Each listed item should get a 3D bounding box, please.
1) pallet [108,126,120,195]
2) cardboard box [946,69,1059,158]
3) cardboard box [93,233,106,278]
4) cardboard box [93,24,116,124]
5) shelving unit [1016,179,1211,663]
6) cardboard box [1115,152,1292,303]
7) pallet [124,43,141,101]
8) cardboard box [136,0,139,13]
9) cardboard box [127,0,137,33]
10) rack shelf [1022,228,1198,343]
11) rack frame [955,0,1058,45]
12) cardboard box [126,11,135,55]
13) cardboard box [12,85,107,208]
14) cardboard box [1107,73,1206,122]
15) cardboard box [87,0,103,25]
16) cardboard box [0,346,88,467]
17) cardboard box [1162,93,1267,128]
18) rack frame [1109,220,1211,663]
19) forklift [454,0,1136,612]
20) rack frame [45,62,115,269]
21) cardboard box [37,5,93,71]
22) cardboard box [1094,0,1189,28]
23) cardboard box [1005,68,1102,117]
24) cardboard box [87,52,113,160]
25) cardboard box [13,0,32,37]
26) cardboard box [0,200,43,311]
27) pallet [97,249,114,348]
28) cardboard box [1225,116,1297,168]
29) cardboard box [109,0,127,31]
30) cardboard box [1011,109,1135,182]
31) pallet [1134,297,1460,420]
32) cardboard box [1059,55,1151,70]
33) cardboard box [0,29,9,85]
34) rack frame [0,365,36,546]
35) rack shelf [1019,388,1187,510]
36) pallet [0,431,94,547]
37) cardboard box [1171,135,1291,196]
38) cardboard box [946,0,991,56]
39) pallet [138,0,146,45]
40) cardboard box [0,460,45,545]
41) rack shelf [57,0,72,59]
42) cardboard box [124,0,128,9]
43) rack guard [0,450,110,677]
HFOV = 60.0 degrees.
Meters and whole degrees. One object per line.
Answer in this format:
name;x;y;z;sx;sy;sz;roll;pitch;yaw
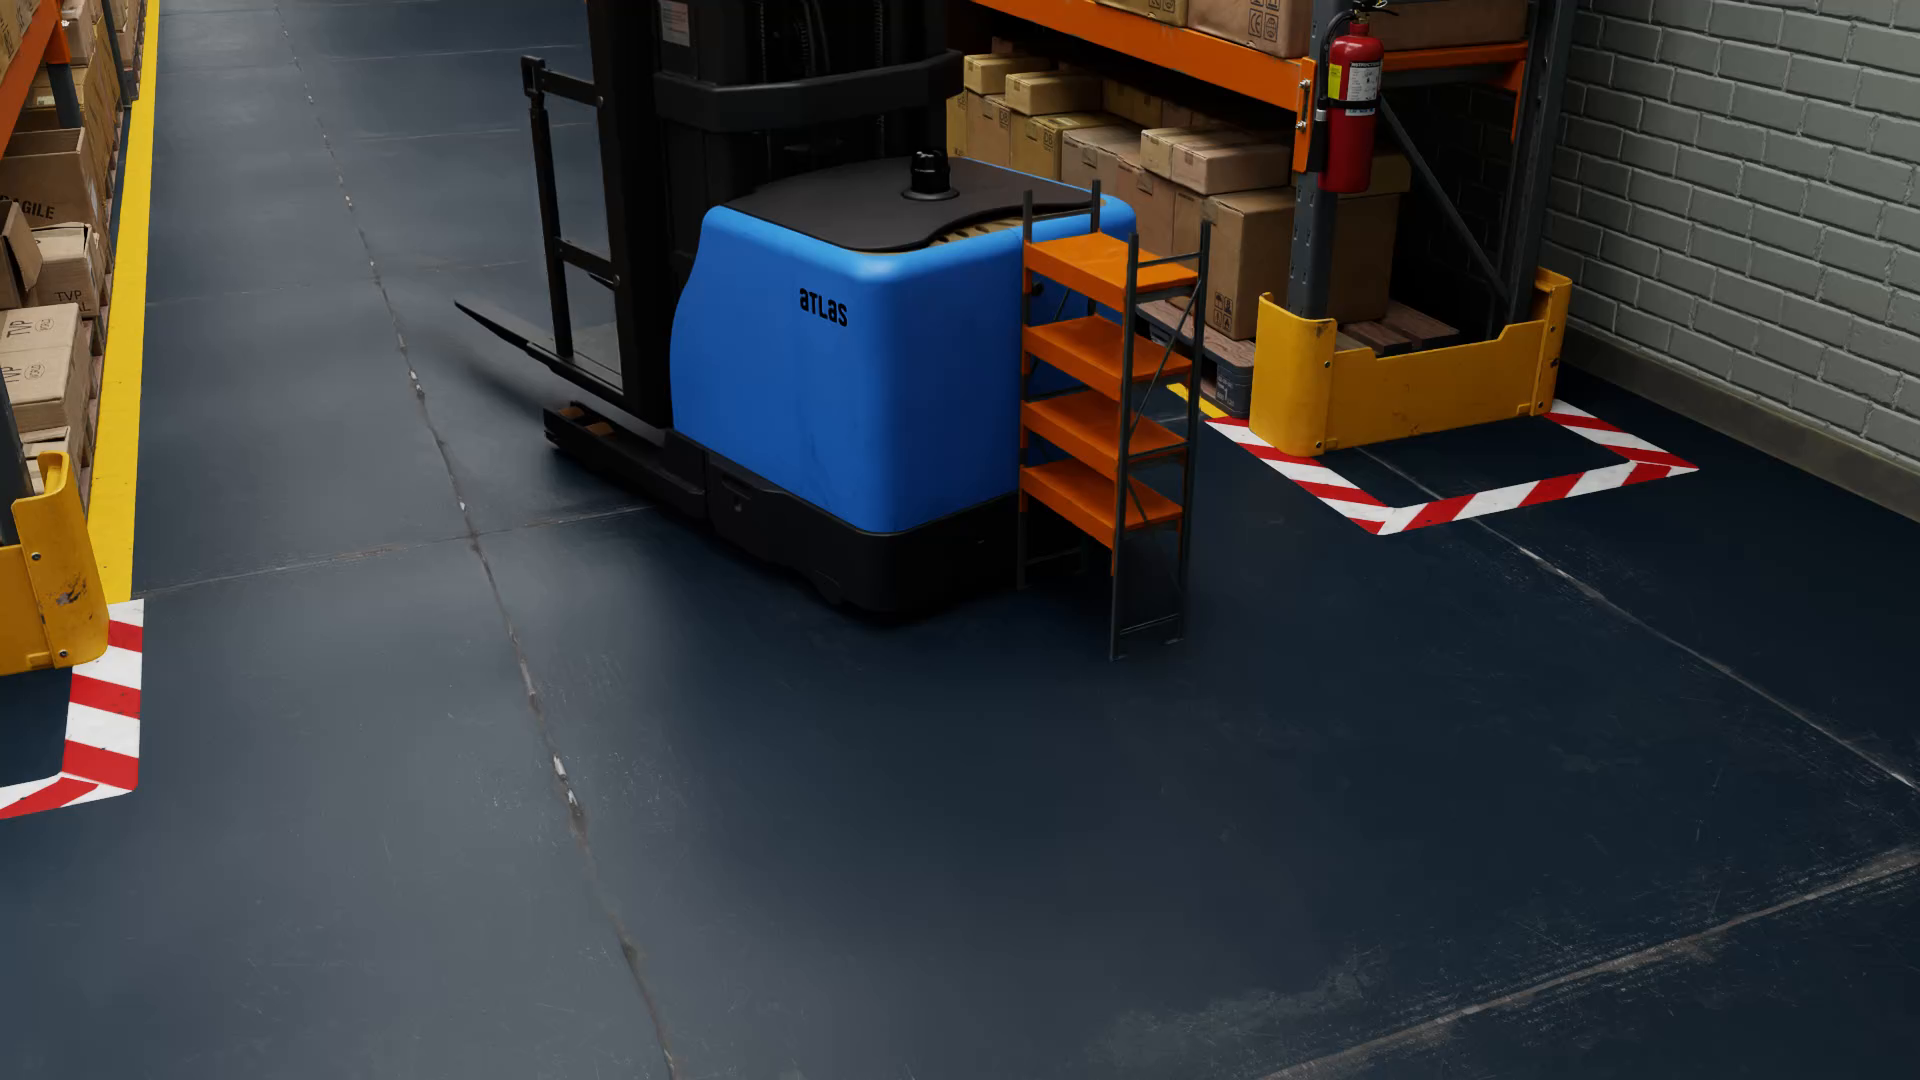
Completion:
pallet;-5.327;-2.133;9.378;1.003;0.211;1.213;-11;28;-21
cardboard box;0.263;-2.170;8.645;0.700;0.500;0.500;-10;28;-20
cardboard box;-3.806;-1.165;6.966;0.380;0.149;0.250;-11;28;-21
cardboard box;-5.274;-2.714;9.738;0.500;0.500;0.500;-12;28;-22
shelving unit;0.397;-0.324;4.546;0.258;1.200;0.503;-14;29;-26
cardboard box;1.069;-1.342;6.950;0.700;0.500;0.500;-11;28;-21
pallet;-6.345;-3.272;11.711;1.003;0.211;1.213;-11;28;-21
cardboard box;-6.999;-4.432;13.563;0.500;0.250;0.500;-11;28;-21
cardboard box;-6.601;-4.020;12.719;0.500;0.250;0.500;-10;28;-20
rack shelf;0.397;-0.677;4.373;0.258;0.148;0.480;-14;29;-26
rack frame;0.065;-3.424;8.843;1.000;3.000;0.127;-11;28;-21
cardboard box;-6.191;-3.604;11.867;0.500;0.250;0.500;-11;28;-22
cardboard box;-4.457;-1.883;8.035;0.500;0.500;0.500;-12;28;-23
cardboard box;0.901;-2.029;7.618;0.380;0.149;0.250;-11;28;-22
cardboard box;-5.450;-3.238;9.956;0.500;0.250;0.500;-9;28;-19
cardboard box;-3.073;-0.388;5.259;0.500;0.250;0.500;-11;28;-21
cardboard box;1.101;-1.823;7.196;0.380;0.149;0.250;-10;28;-20
rack frame;0.518;-0.231;4.355;0.240;1.200;0.015;-14;29;-26
forklift;-0.812;-1.684;5.358;1.130;2.935;3.031;-21;33;-36
rack frame;-4.492;-2.571;7.097;1.000;3.000;0.127;-11;28;-21
cardboard box;-4.849;-2.623;8.697;0.500;0.250;0.500;-11;28;-20
cardboard box;1.127;-2.440;6.486;0.980;0.700;0.700;-11;28;-21
cardboard box;0.434;-2.081;7.724;0.380;0.149;0.250;-11;28;-22
cardboard box;-4.865;-2.299;8.888;0.500;0.500;0.500;-10;28;-20
cardboard box;-3.654;-2.043;5.902;0.500;0.500;0.500;-10;28;-19
cardboard box;-3.751;-0.889;5.997;0.797;0.503;0.637;-11;28;-21
pallet;-4.224;-1.040;7.141;1.003;0.211;1.213;-11;28;-21
cardboard box;1.299;-1.619;6.779;0.380;0.149;0.250;-10;28;-20
cardboard box;-5.993;-3.653;11.329;0.500;0.311;0.500;-10;28;-19
cardboard box;0.656;-1.759;7.804;0.700;0.500;0.500;-10;28;-19
pallet;1.246;-0.865;6.781;1.003;0.211;1.213;-11;28;-21
cardboard box;0.701;-2.235;8.040;0.380;0.149;0.250;-12;28;-22
cardboard box;-3.257;-1.636;5.068;0.500;0.500;0.500;-11;28;-21
rack frame;-2.925;-0.956;3.790;1.000;3.000;0.127;-11;28;-21
rack shelf;0.397;-0.263;4.575;0.258;0.148;0.480;-14;29;-26
pallet;-3.268;-0.055;5.123;1.003;0.211;1.213;-11;28;-21
cardboard box;1.047;-1.452;6.436;0.380;0.149;0.250;-11;28;-21
cardboard box;-0.310;-2.886;9.715;0.750;0.750;0.750;-10;28;-20
pallet;-7.300;-4.257;13.728;1.003;0.211;1.213;-11;28;-21
cardboard box;-2.773;-0.101;4.786;0.380;0.149;0.250;-11;28;-21
rack shelf;-5.275;-3.055;8.909;1.077;0.370;4.000;-11;28;-21
cardboard box;-6.404;-4.070;12.183;0.500;0.311;0.500;-11;28;-22
rack guard;-2.955;0.136;4.401;1.175;0.500;0.348;-11;28;-21
